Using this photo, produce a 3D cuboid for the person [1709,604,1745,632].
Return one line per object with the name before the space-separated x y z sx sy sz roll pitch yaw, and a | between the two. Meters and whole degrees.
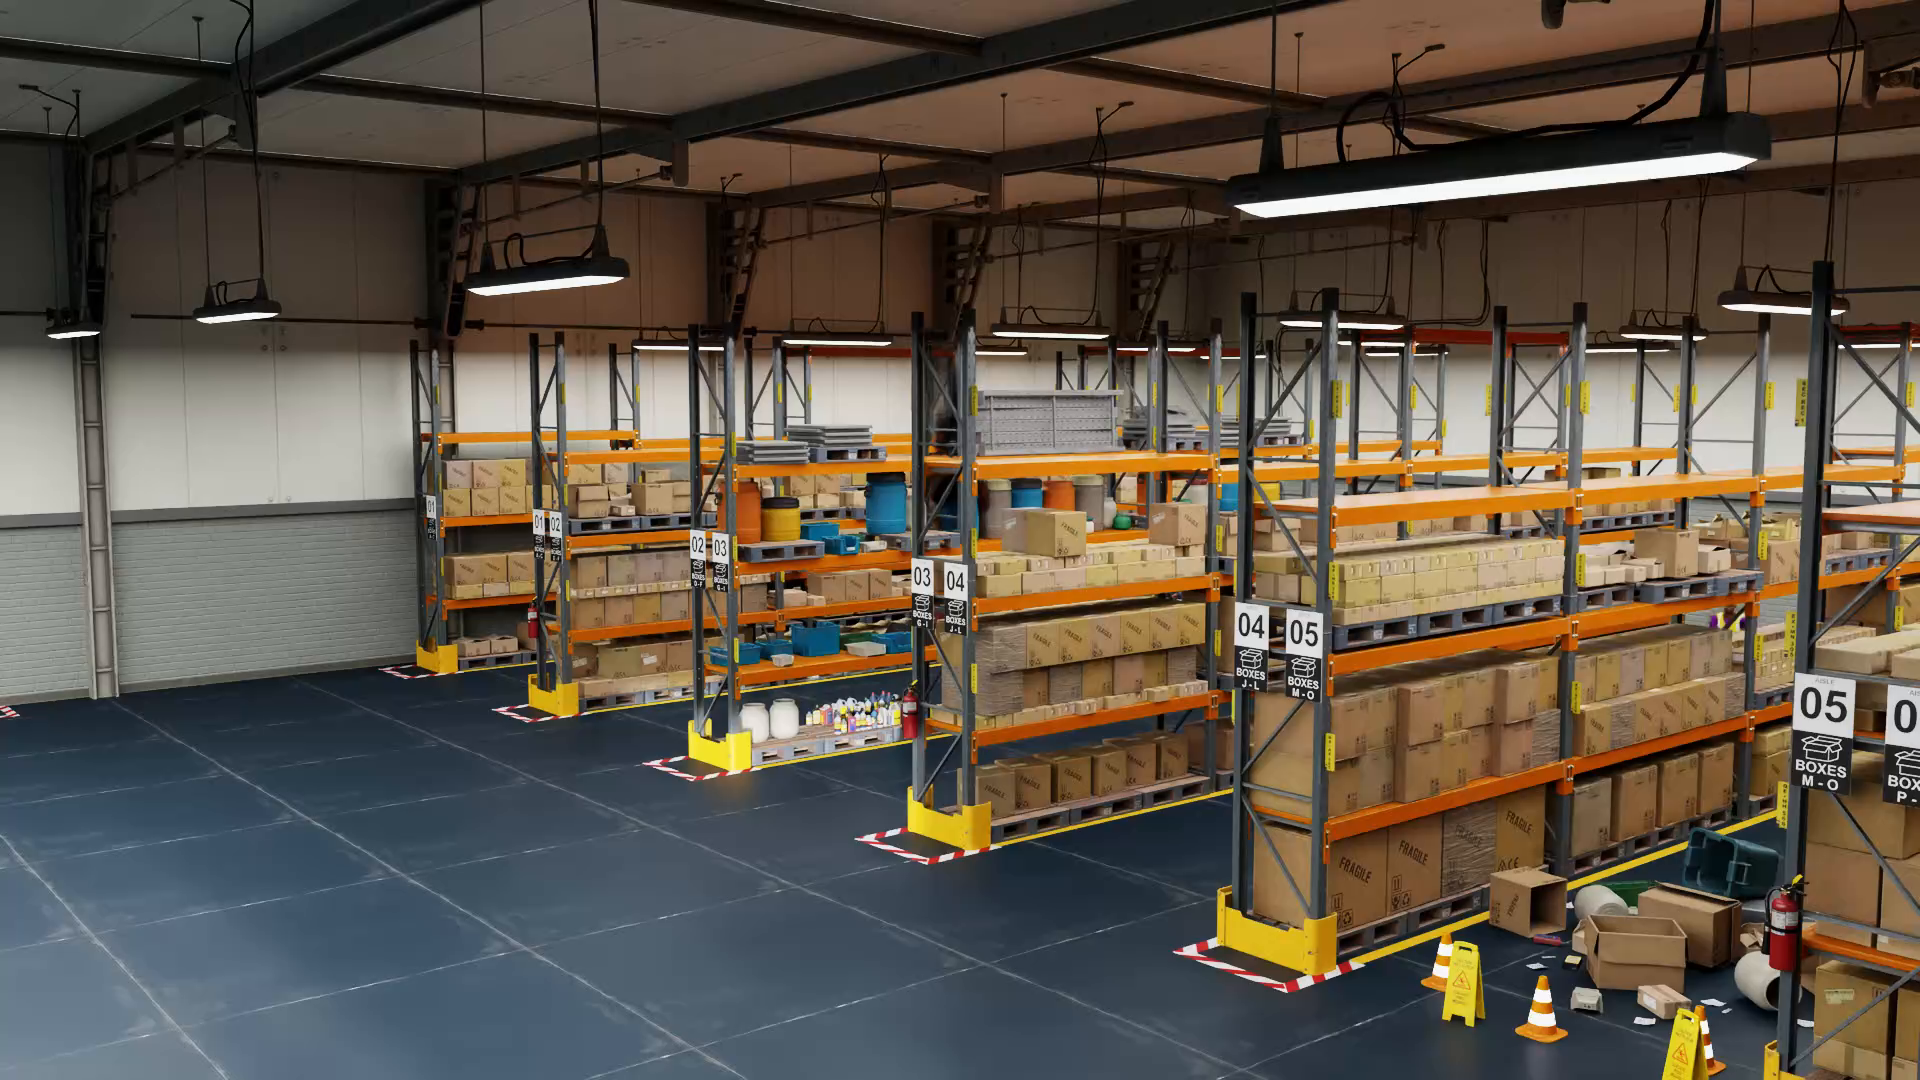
person | 12.567 1.780 27.177 0.682 1.715 0.700 5 7 44
